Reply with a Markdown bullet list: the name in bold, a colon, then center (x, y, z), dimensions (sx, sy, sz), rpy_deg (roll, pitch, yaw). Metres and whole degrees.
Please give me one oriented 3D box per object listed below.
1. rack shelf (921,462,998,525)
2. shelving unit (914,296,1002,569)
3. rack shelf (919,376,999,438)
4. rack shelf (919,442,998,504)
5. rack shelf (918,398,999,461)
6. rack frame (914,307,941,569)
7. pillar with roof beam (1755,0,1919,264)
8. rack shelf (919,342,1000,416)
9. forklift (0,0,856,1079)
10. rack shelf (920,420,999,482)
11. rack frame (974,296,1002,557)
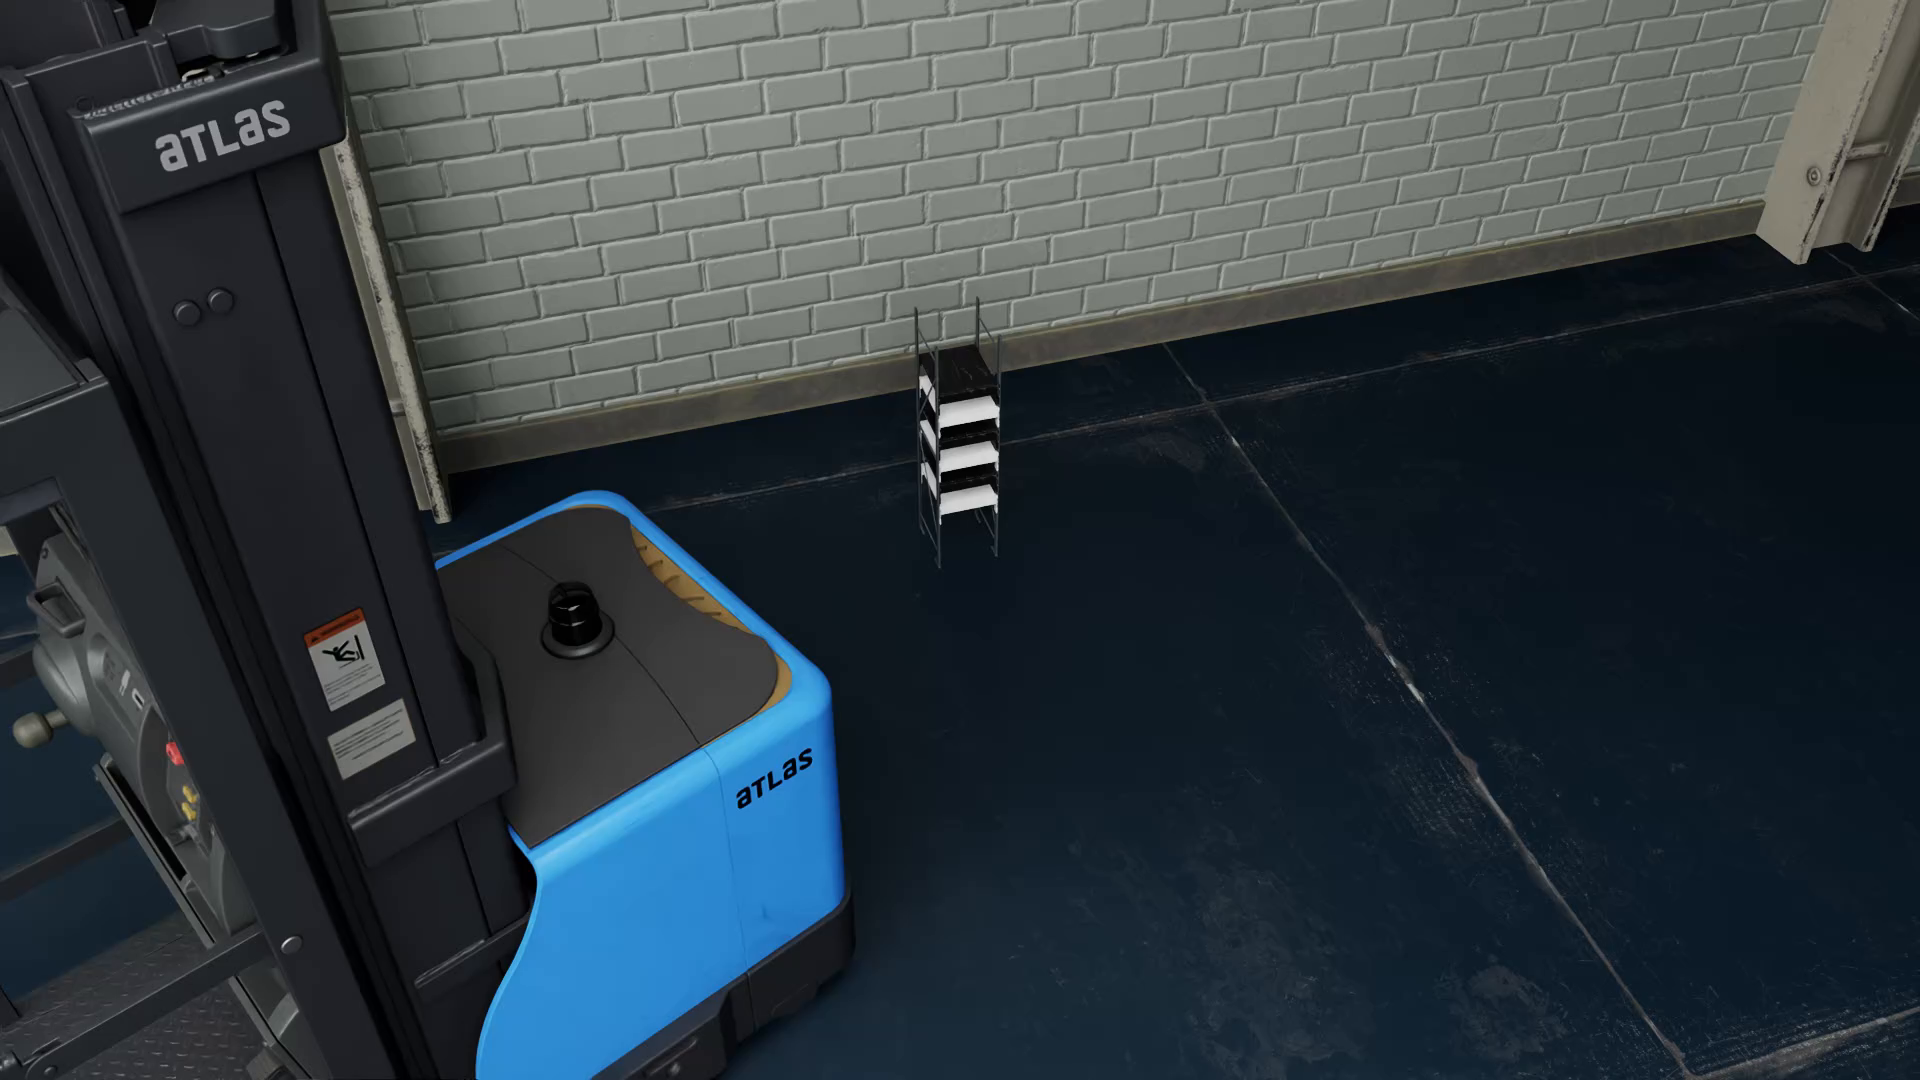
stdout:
- **rack shelf**: center (-0.008, -0.177, 5.592), dimensions (0.200, 0.077, 0.258), rpy_deg (-12, 42, -13)
- **shelving unit**: center (-0.008, -0.337, 5.452), dimensions (0.210, 0.900, 0.258), rpy_deg (-12, 42, -13)
- **rack shelf**: center (-0.008, -0.448, 5.356), dimensions (0.200, 0.077, 0.258), rpy_deg (-12, 42, -13)
- **rack shelf**: center (-0.008, -0.244, 5.533), dimensions (0.200, 0.077, 0.258), rpy_deg (-12, 42, -13)
- **rack shelf**: center (-0.008, -0.380, 5.415), dimensions (0.200, 0.077, 0.258), rpy_deg (-12, 42, -13)
- **rack frame**: center (-0.105, -0.317, 5.429), dimensions (0.006, 0.900, 0.240), rpy_deg (-12, 42, -13)
- **pillar with roof beam**: center (5.004, -1.997, 1.197), dimensions (0.400, 9.000, 9.100), rpy_deg (-12, 42, -13)
- **rack shelf**: center (-0.008, -0.516, 5.296), dimensions (0.200, 0.077, 0.258), rpy_deg (-12, 42, -13)
- **forklift**: center (-1.717, 0.428, 3.032), dimensions (3.031, 2.935, 1.130), rpy_deg (-30, 49, -30)
- **rack shelf**: center (-0.008, -0.312, 5.474), dimensions (0.200, 0.077, 0.258), rpy_deg (-12, 42, -13)
- **rack frame**: center (0.089, -0.357, 5.475), dimensions (0.006, 0.900, 0.240), rpy_deg (-12, 42, -13)
